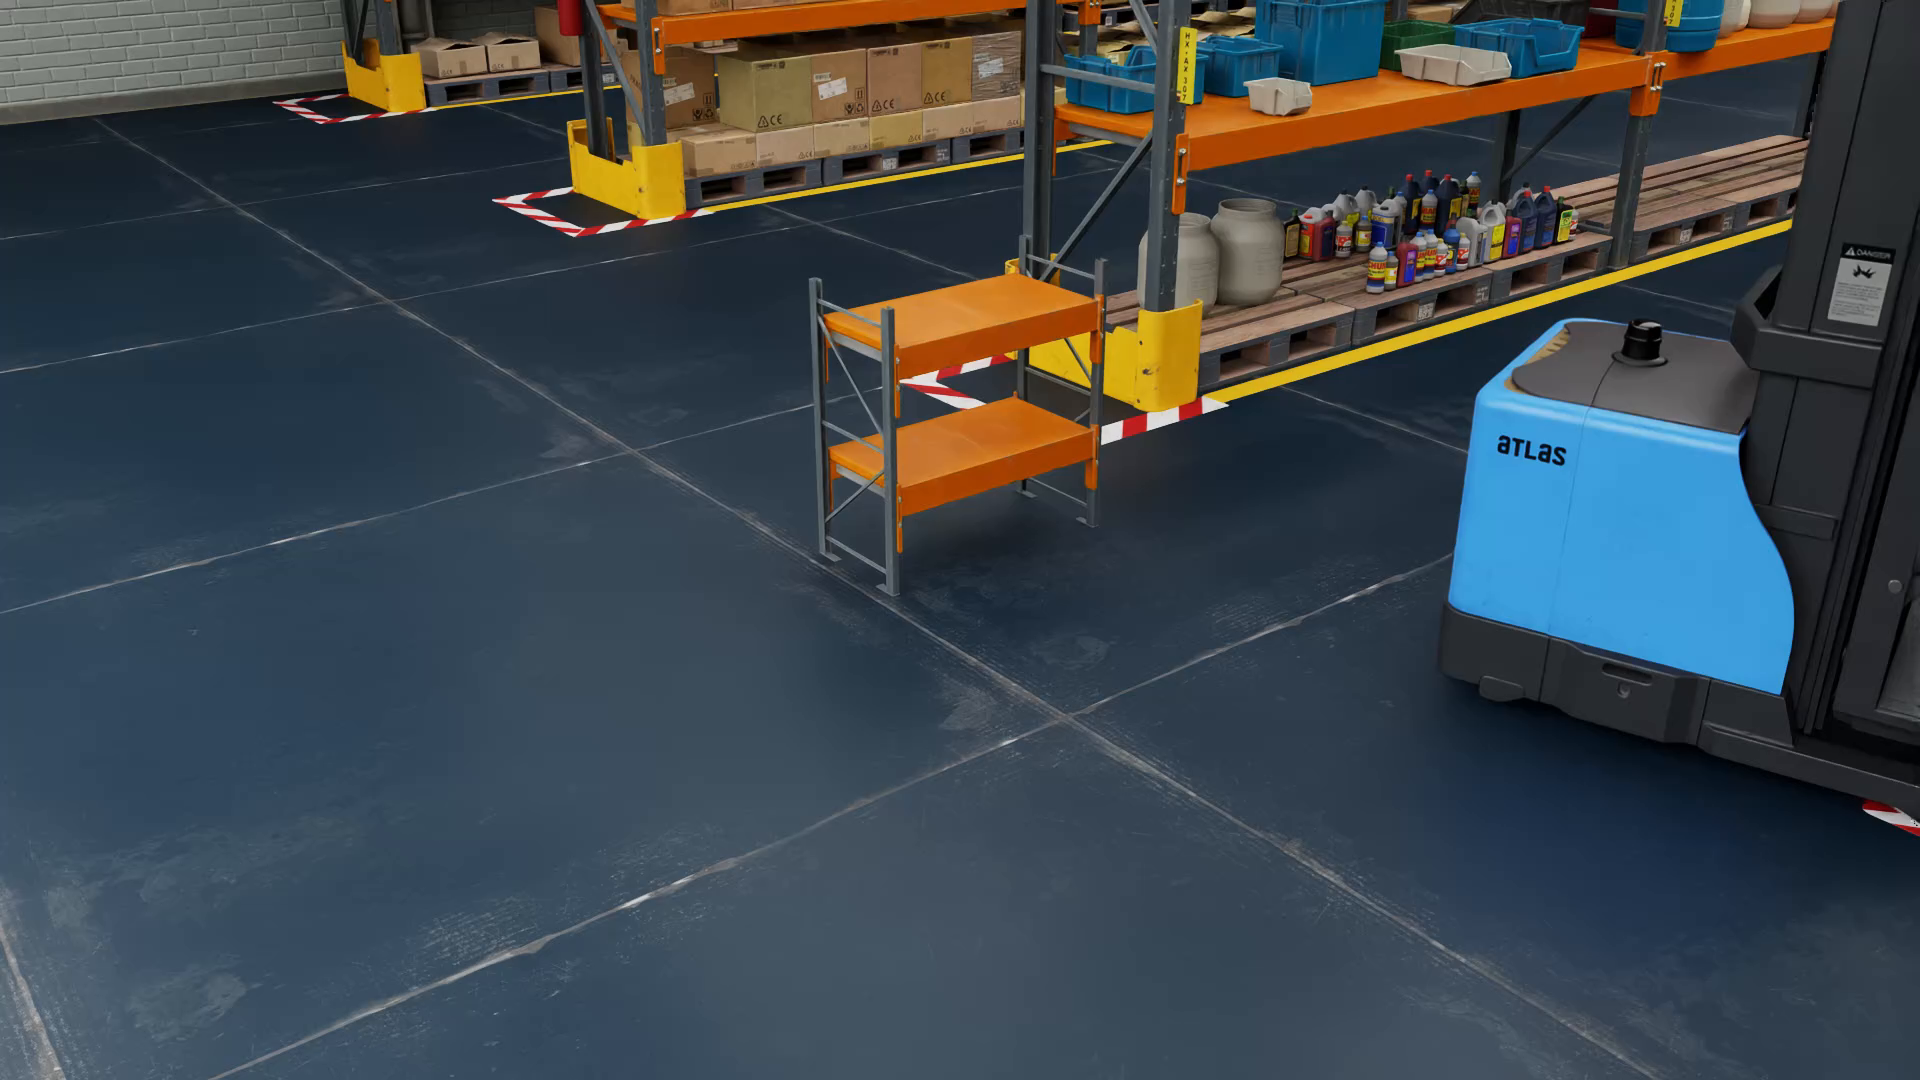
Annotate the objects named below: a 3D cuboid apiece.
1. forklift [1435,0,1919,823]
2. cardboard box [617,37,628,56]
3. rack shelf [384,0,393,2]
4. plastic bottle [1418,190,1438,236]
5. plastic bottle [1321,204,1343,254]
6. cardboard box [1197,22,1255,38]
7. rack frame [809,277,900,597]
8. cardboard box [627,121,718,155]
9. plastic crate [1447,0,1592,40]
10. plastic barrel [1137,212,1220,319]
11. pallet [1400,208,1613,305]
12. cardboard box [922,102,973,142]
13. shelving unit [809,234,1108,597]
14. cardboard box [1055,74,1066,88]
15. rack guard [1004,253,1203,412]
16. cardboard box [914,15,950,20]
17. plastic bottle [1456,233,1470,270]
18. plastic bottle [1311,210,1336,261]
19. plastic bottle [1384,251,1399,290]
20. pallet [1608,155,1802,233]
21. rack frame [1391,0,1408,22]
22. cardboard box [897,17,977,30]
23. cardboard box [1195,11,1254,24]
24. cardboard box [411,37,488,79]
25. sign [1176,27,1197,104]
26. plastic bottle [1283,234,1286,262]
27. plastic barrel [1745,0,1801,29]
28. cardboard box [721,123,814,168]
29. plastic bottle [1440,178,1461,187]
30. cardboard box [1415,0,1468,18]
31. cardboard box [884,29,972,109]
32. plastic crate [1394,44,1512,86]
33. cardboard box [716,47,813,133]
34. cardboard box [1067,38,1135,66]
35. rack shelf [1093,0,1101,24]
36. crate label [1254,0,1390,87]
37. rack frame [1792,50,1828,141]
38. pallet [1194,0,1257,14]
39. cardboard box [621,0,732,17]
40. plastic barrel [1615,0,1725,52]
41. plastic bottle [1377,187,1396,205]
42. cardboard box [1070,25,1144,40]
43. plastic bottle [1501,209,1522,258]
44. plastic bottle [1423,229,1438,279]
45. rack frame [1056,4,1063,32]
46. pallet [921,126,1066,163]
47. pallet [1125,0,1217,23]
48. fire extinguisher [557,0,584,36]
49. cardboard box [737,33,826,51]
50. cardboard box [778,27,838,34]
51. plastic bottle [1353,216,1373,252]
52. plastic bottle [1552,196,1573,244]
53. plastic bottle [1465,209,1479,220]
[{"bbox_3d":[3.128,-0.652,4.672,3.031,2.935,1.130,16,29,30],"label":"forklift"},{"bbox_3d":[-3.561,-4.991,16.806,0.250,0.149,0.380,-21,32,-38],"label":"cardboard box"},{"bbox_3d":[-3.864,-5.648,16.211,4.000,0.370,1.077,-18,31,-34],"label":"rack shelf"},{"bbox_3d":[2.892,-2.024,10.266,0.097,0.271,0.097,0,25,0],"label":"plastic bottle"},{"bbox_3d":[2.174,-1.852,9.890,0.135,0.276,0.152,-19,31,-35],"label":"plastic bottle"},{"bbox_3d":[2.457,-4.476,14.933,0.500,0.311,0.500,-17,30,-33],"label":"cardboard box"},{"bbox_3d":[-0.395,-0.380,6.232,0.032,1.125,0.500,-18,31,-34],"label":"rack frame"},{"bbox_3d":[-2.139,-2.995,12.408,0.500,0.250,0.500,-18,31,-34],"label":"cardboard box"},{"bbox_3d":[3.332,-3.090,9.918,0.504,0.338,0.767,-18,31,-34],"label":"plastic crate"},{"bbox_3d":[1.146,-1.431,8.727,0.421,0.512,0.421,0,25,0],"label":"plastic barrel"},{"bbox_3d":[3.269,-1.786,10.348,1.213,0.211,1.003,-18,31,-34],"label":"pallet"},{"bbox_3d":[-0.245,-3.343,13.157,0.500,0.250,0.500,-18,31,-34],"label":"cardboard box"},{"bbox_3d":[0.005,-0.512,6.517,1.048,1.125,0.538,-18,31,-34],"label":"shelving unit"},{"bbox_3d":[0.917,-4.001,14.575,0.500,0.250,0.500,-19,31,-35],"label":"cardboard box"},{"bbox_3d":[0.706,-1.074,8.471,0.348,0.500,1.175,-18,31,-34],"label":"rack guard"},{"bbox_3d":[-0.528,-6.161,18.908,0.500,0.500,0.700,-18,31,-34],"label":"cardboard box"},{"bbox_3d":[2.882,-1.665,9.576,0.097,0.201,0.097,0,25,0],"label":"plastic bottle"},{"bbox_3d":[2.131,-1.784,9.735,0.133,0.283,0.061,-18,31,-34],"label":"plastic bottle"},{"bbox_3d":[2.376,-1.498,9.216,0.097,0.201,0.097,0,25,0],"label":"plastic bottle"},{"bbox_3d":[5.378,-2.483,11.849,1.213,0.211,1.003,-18,31,-34],"label":"pallet"},{"bbox_3d":[3.917,-5.893,15.884,0.127,3.000,1.000,-18,31,-34],"label":"rack frame"},{"bbox_3d":[-0.177,-3.988,13.656,0.500,0.500,0.500,-18,31,-34],"label":"cardboard box"},{"bbox_3d":[2.513,-4.781,15.589,0.500,0.311,0.500,-19,31,-35],"label":"cardboard box"},{"bbox_3d":[-4.838,-4.585,15.737,0.500,0.311,0.500,-23,33,-40],"label":"cardboard box"},{"bbox_3d":[1.011,-2.115,7.415,0.005,0.325,0.100,-18,31,-34],"label":"sign"},{"bbox_3d":[1.850,-1.725,9.706,0.097,0.201,0.097,0,25,0],"label":"plastic bottle"},{"bbox_3d":[5.288,-3.640,10.869,0.433,0.535,0.433,0,25,0],"label":"plastic barrel"},{"bbox_3d":[-1.428,-2.955,12.321,0.500,0.250,0.500,-18,31,-34],"label":"cardboard box"},{"bbox_3d":[3.064,-2.145,10.522,0.135,0.276,0.152,-17,30,-32],"label":"plastic bottle"},{"bbox_3d":[4.860,-5.120,16.666,0.500,0.500,0.500,-20,31,-36],"label":"cardboard box"},{"bbox_3d":[-0.253,-3.687,13.008,0.500,0.500,0.500,-18,31,-34],"label":"cardboard box"},{"bbox_3d":[2.701,-2.587,9.073,0.437,0.136,0.530,-18,31,-34],"label":"plastic crate"},{"bbox_3d":[-1.427,-3.294,12.162,0.500,0.500,0.500,-18,31,-34],"label":"cardboard box"},{"bbox_3d":[1.248,-4.076,14.071,0.500,0.311,0.500,-18,30,-34],"label":"cardboard box"},{"bbox_3d":[2.343,-5.047,14.916,4.000,0.370,1.077,-18,31,-34],"label":"rack shelf"},{"bbox_3d":[1.957,-2.757,9.085,0.616,0.435,0.502,-18,31,-34],"label":"crate label"},{"bbox_3d":[6.971,-4.251,12.346,0.127,3.000,1.000,-18,31,-34],"label":"rack frame"},{"bbox_3d":[3.444,-7.082,21.758,1.213,0.211,1.003,-18,31,-34],"label":"pallet"},{"bbox_3d":[-2.003,-3.977,11.638,0.500,0.500,0.700,-18,31,-34],"label":"cardboard box"},{"bbox_3d":[4.314,-3.439,10.002,0.708,0.901,0.600,-18,31,-34],"label":"plastic barrel"},{"bbox_3d":[2.627,-2.029,10.263,0.133,0.283,0.061,-17,30,-32],"label":"plastic bottle"},{"bbox_3d":[1.317,-4.389,14.745,0.500,0.311,0.500,-17,30,-33],"label":"cardboard box"},{"bbox_3d":[3.240,-1.811,9.792,0.133,0.283,0.061,-16,29,-31],"label":"plastic bottle"},{"bbox_3d":[2.643,-1.618,9.391,0.097,0.271,0.097,0,25,0],"label":"plastic bottle"},{"bbox_3d":[0.857,-7.533,19.418,0.127,3.000,1.000,-18,31,-34],"label":"rack frame"},{"bbox_3d":[0.118,-3.396,13.817,1.213,0.211,1.003,-18,31,-34],"label":"pallet"},{"bbox_3d":[2.484,-6.763,21.072,1.213,0.211,1.003,-18,31,-34],"label":"pallet"},{"bbox_3d":[-2.758,-3.903,11.688,0.183,0.674,0.296,-18,31,-34],"label":"fire extinguisher"},{"bbox_3d":[-1.362,-3.601,12.822,0.500,0.500,0.500,-18,31,-34],"label":"cardboard box"},{"bbox_3d":[-1.721,-5.756,18.037,0.500,0.500,0.700,-17,30,-32],"label":"cardboard box"},{"bbox_3d":[2.411,-1.834,9.939,0.097,0.201,0.097,0,25,0],"label":"plastic bottle"},{"bbox_3d":[3.648,-1.945,10.082,0.133,0.283,0.061,-17,30,-32],"label":"plastic bottle"},{"bbox_3d":[3.005,-1.810,9.791,0.133,0.283,0.061,-18,31,-34],"label":"plastic bottle"}]
